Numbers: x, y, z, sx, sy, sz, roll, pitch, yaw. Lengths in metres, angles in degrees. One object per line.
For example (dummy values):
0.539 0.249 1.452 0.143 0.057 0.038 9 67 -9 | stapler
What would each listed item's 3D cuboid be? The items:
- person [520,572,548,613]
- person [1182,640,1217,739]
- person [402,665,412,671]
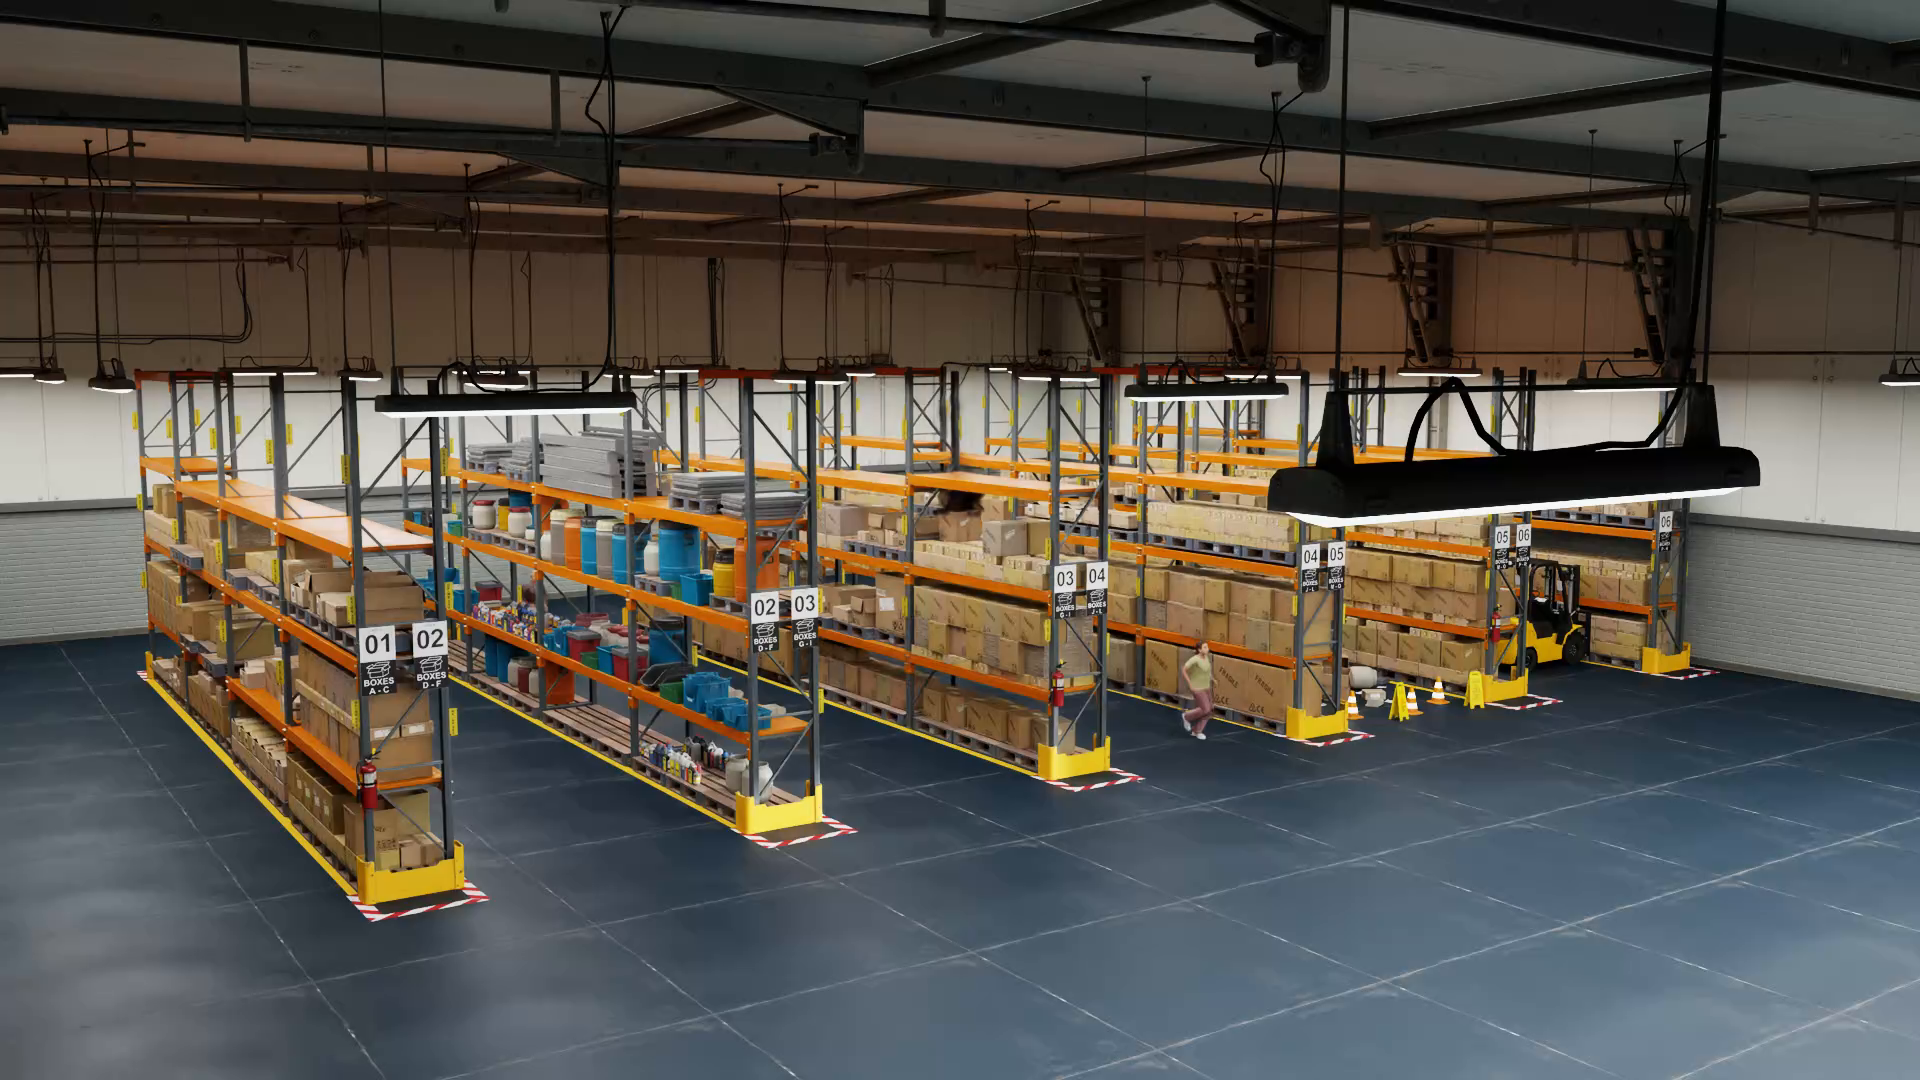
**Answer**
-8.926 1.574 34.942 0.699 1.666 0.679 -6 9 -43 | person
3.952 2.451 27.346 0.560 1.628 0.586 6 9 45 | person
-9.441 2.348 28.007 0.558 1.623 0.868 -5 8 -39 | person
